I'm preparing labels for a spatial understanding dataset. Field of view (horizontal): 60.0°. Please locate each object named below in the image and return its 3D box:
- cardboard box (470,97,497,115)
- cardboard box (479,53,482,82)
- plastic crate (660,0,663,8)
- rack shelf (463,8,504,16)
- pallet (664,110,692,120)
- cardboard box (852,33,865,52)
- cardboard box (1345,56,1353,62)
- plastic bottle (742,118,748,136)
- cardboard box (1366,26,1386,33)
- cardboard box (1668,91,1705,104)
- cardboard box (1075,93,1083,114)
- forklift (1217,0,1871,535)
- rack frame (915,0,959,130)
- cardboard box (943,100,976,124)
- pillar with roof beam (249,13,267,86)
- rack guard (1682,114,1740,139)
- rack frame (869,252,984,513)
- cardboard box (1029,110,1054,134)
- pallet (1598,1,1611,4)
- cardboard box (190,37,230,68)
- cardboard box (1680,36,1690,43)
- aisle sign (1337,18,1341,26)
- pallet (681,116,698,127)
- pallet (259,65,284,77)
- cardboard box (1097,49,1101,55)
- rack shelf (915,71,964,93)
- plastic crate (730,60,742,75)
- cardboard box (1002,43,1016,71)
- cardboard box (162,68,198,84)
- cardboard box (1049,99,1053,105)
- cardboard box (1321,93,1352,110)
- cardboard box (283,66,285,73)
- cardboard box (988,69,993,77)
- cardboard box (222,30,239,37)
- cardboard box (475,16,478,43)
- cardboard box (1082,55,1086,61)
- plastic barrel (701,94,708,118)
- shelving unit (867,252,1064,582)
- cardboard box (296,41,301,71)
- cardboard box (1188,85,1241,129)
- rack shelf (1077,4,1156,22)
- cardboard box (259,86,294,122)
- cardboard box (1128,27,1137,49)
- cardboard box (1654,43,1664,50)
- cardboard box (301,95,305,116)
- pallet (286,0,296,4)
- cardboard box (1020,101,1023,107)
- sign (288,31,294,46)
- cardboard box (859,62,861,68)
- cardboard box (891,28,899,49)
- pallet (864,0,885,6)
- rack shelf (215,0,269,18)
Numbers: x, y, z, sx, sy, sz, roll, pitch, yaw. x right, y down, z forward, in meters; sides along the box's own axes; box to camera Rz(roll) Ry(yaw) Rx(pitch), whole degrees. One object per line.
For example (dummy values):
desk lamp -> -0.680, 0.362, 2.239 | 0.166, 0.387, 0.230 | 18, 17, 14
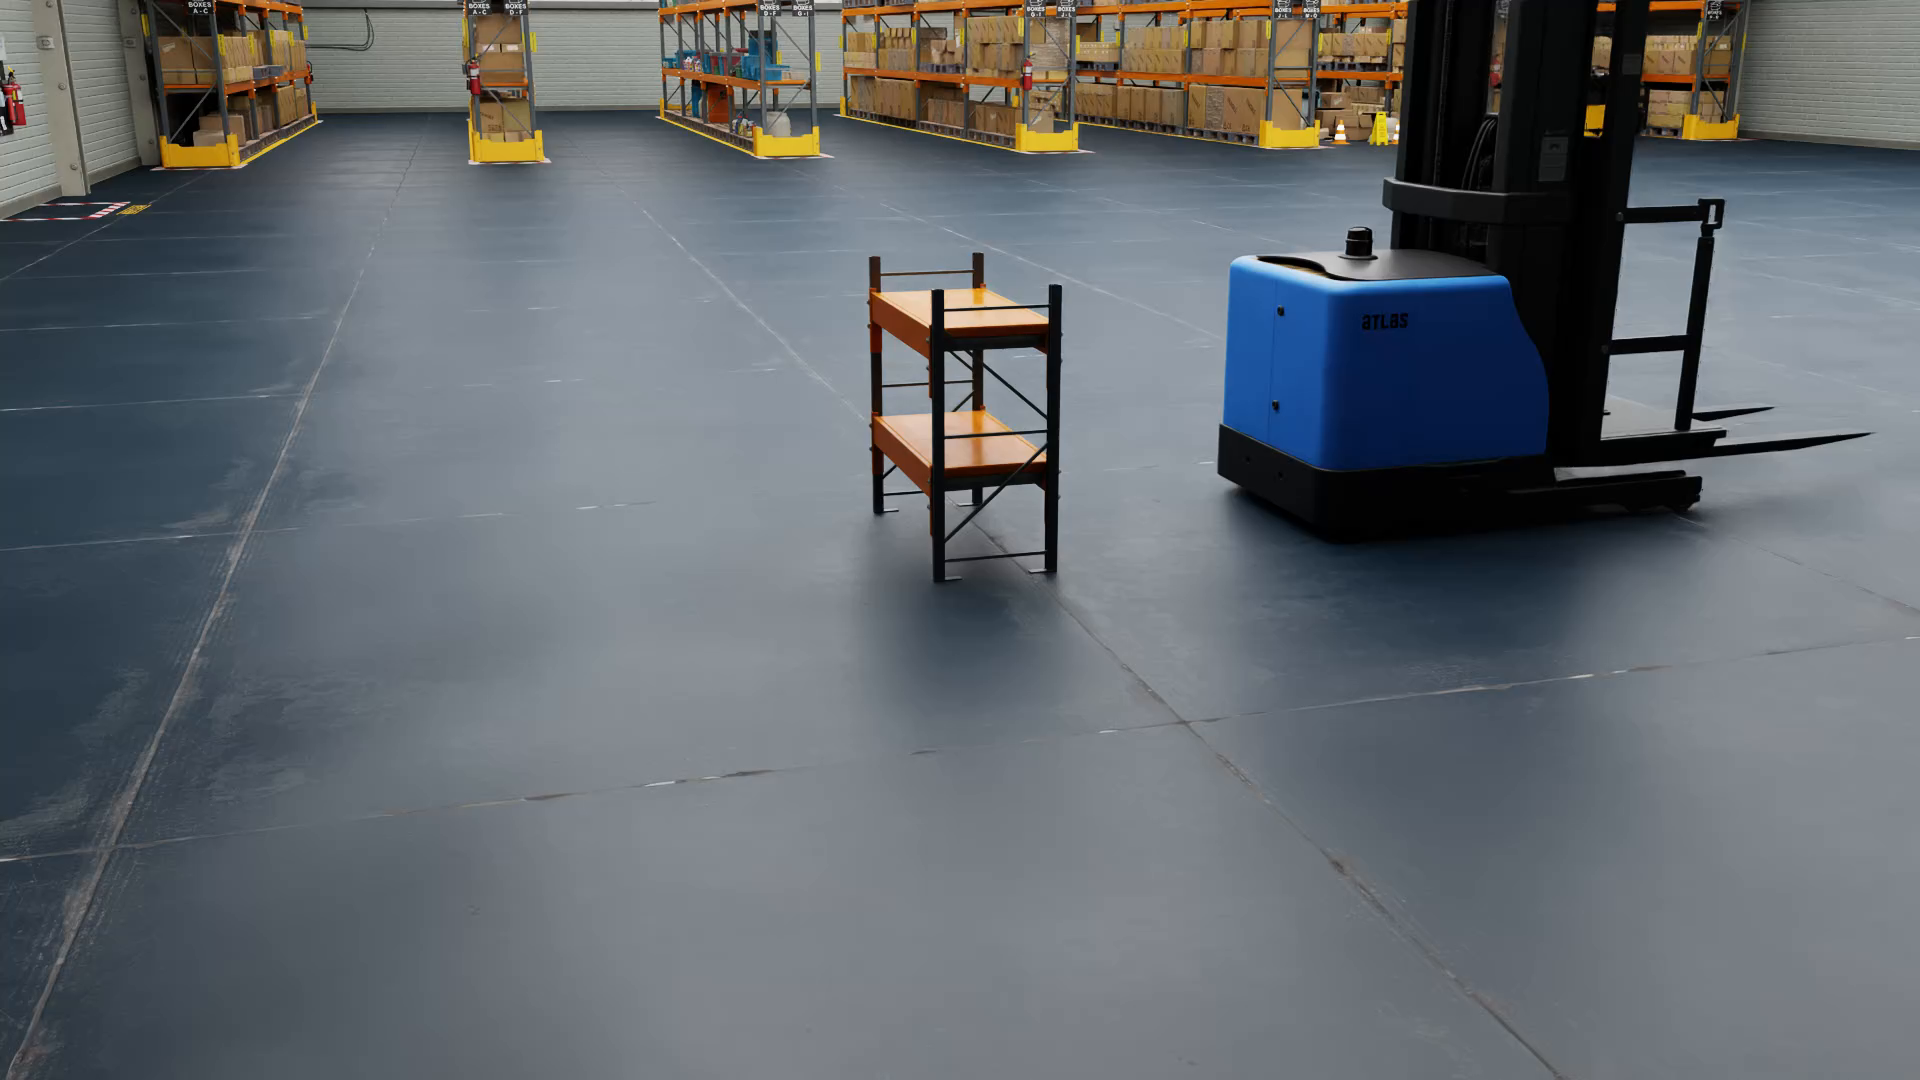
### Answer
cardboard box -> -9.128, -8.243, 31.924 | 0.500, 0.500, 0.500 | -5, 17, -15
cardboard box -> -8.120, -8.369, 29.424 | 0.700, 0.500, 0.500 | -4, 17, -14
plastic crate -> -7.651, -14.108, 43.716 | 0.497, 0.269, 0.590 | -5, 17, -15
rack shelf -> -11.703, -13.010, 41.087 | 1.077, 0.370, 4.000 | -5, 17, -15
pallet -> -7.300, -11.295, 44.189 | 1.003, 0.211, 1.213 | -5, 17, -15
cardboard box -> -2.569, -13.248, 44.283 | 0.500, 0.500, 0.500 | -5, 17, -17
cardboard box -> 9.308, -11.350, 39.229 | 0.380, 0.149, 0.250 | -4, 17, -14
plastic bottle -> -4.148, -8.008, 32.236 | 0.144, 0.351, 0.185 | -4, 17, -13
cardboard box -> 9.554, -11.719, 38.205 | 0.380, 0.149, 0.250 | -5, 17, -17
cardboard box -> 15.544, -9.471, 35.579 | 0.500, 0.250, 0.500 | -4, 17, -13
cardboard box -> 3.265, -11.144, 42.452 | 0.500, 0.500, 0.500 | -4, 17, -13
forklift -> 2.772, -1.655, 7.366 | 3.031, 2.935, 1.130 | -5, 18, -17
rack frame -> -0.528, -11.041, 38.494 | 1.000, 3.000, 0.127 | -5, 17, -15
cardboard box -> 0.002, -9.562, 37.151 | 0.700, 0.500, 0.500 | -3, 17, -11
pillar with roof beam -> -14.449, -15.971, 44.478 | 9.100, 9.000, 0.400 | -5, 17, -15
rack guard -> 15.977, -8.801, 35.383 | 1.175, 0.500, 0.348 | -5, 17, -15
rack frame -> -0.142, -0.681, 7.265 | 0.500, 1.125, 0.032 | -5, 17, -15
cardboard box -> 1.515, -8.006, 32.006 | 0.500, 0.500, 0.500 | -1, 17, -5
pallet -> 14.616, -12.699, 39.134 | 0.805, 0.209, 1.217 | -5, 18, -17
cardboard box -> -12.460, -8.106, 27.646 | 0.500, 0.500, 0.500 | -5, 17, -15
cardboard box -> 15.572, -10.654, 35.388 | 0.380, 0.149, 0.250 | -5, 17, -15
aisle sign -> 11.272, -15.671, 49.390 | 0.394, 0.787, 0.004 | -5, 17, -15
pallet -> -6.218, -10.203, 40.553 | 1.003, 0.211, 1.213 | -5, 17, -15
pallet -> -14.518, -9.585, 33.982 | 1.213, 0.211, 1.003 | -5, 17, -15
cardboard box -> 3.545, -11.875, 40.461 | 0.380, 0.149, 0.250 | -4, 17, -14
rack shelf -> 0.022, -10.143, 36.756 | 1.077, 0.370, 4.000 | -5, 17, -15
plastic crate -> -4.169, -9.358, 33.000 | 0.767, 0.338, 0.504 | -5, 17, -15
cardboard box -> 1.293, -9.301, 32.013 | 0.875, 0.500, 0.500 | -5, 17, -15
cardboard box -> -12.932, -7.705, 27.614 | 0.500, 0.250, 0.500 | -4, 17, -14
cardboard box -> 2.600, -11.698, 44.391 | 0.380, 0.149, 0.250 | -5, 18, -17
cardboard box -> 8.396, -9.734, 37.173 | 0.500, 0.500, 0.500 | -5, 17, -15
cardboard box -> -15.298, -10.506, 37.116 | 0.380, 0.149, 0.250 | -5, 17, -15
cardboard box -> 0.766, -9.317, 33.192 | 0.380, 0.149, 0.250 | -5, 17, -15
cardboard box -> -15.190, -10.530, 34.764 | 0.500, 0.250, 0.500 | -4, 17, -14
cardboard box -> -8.827, -9.699, 31.599 | 0.700, 0.500, 0.500 | -5, 17, -15
cardboard box -> 3.266, -12.016, 41.448 | 0.380, 0.149, 0.250 | -6, 18, -18
plastic barrel -> -5.751, -10.142, 38.963 | 0.600, 0.588, 0.708 | -5, 17, -15
shelving unit -> -0.002, -0.541, 6.796 | 0.538, 1.125, 1.048 | -5, 17, -15
cardboard box -> -16.453, -11.670, 40.068 | 0.980, 0.700, 0.700 | -6, 18, -18
cardboard box -> 5.474, -9.303, 35.671 | 0.875, 0.875, 0.875 | -4, 17, -14
rack shelf -> 3.719, -13.050, 41.220 | 1.077, 0.370, 4.000 | -5, 17, -15
cardboard box -> -15.364, -9.729, 37.133 | 0.750, 0.750, 0.750 | -4, 17, -14
cardboard box -> 4.383, -11.807, 39.132 | 0.700, 0.500, 0.500 | -5, 17, -16
cardboard box -> 15.319, -10.722, 36.130 | 0.380, 0.149, 0.250 | -5, 18, -17
cardboard box -> -16.449, -10.620, 40.707 | 0.700, 0.500, 0.500 | -5, 18, -17
pallet -> -16.462, -12.931, 39.725 | 1.003, 0.211, 1.213 | -5, 17, -15
cardboard box -> 1.906, -12.283, 46.856 | 0.380, 0.149, 0.250 | -4, 17, -14
sign -> -15.396, -11.535, 38.263 | 0.100, 0.325, 0.005 | -5, 17, -15
cardboard box -> -2.449, -12.511, 43.826 | 0.380, 0.149, 0.250 | -4, 17, -14
cardboard box -> -1.266, -12.309, 40.798 | 0.797, 0.503, 0.637 | -5, 17, -15
pallet -> -1.842, -13.769, 42.515 | 1.003, 0.211, 1.213 | -5, 17, -15
rack shelf -> -14.266, -10.405, 32.413 | 1.077, 0.370, 4.000 | -5, 17, -15
